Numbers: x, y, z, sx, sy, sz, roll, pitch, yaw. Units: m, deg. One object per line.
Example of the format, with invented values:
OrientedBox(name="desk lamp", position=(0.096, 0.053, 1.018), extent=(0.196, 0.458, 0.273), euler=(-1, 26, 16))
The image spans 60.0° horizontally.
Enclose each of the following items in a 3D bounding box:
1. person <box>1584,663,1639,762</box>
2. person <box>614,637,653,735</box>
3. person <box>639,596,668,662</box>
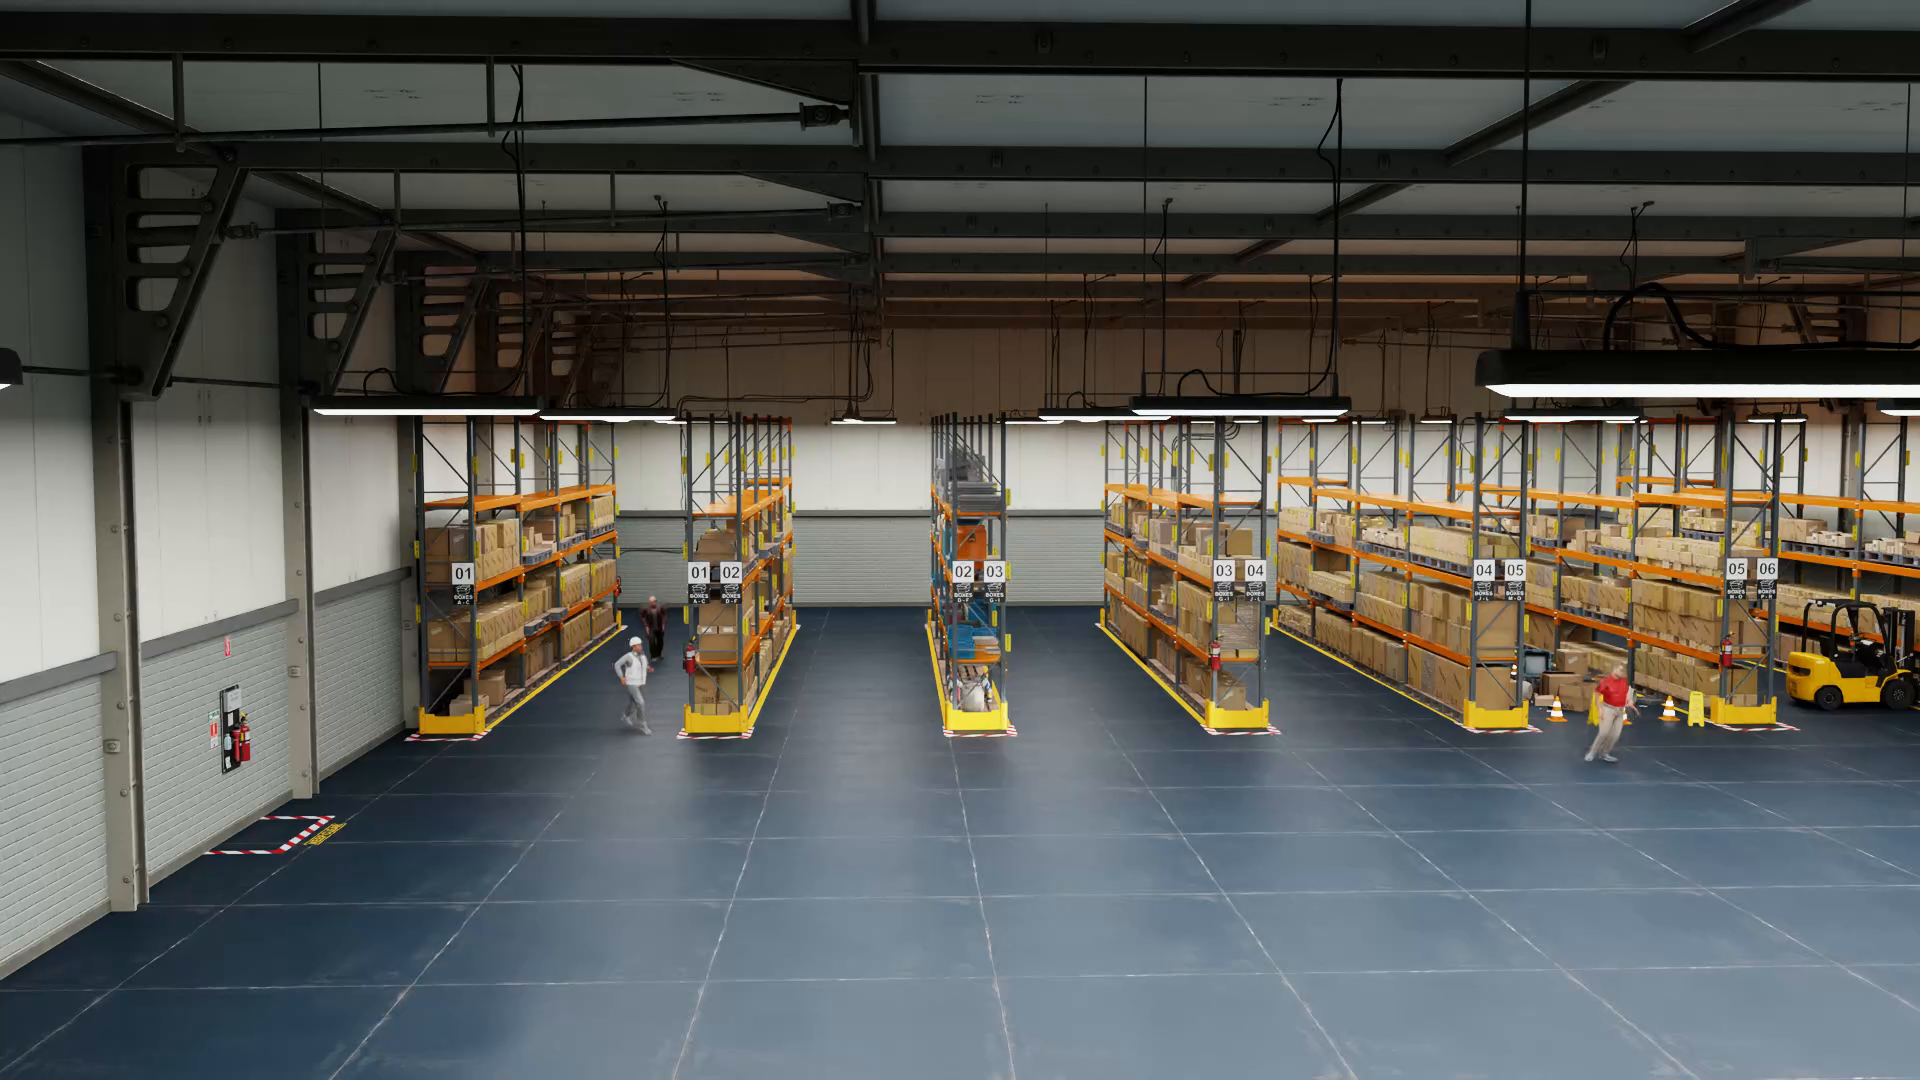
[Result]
OrientedBox(name="person", position=(11.094, 2.947, 28.326), extent=(0.804, 1.703, 0.601), euler=(-2, 4, -24))
OrientedBox(name="person", position=(-6.121, 2.717, 31.133), extent=(0.898, 1.816, 0.708), euler=(2, 5, 32))
OrientedBox(name="person", position=(-7.448, 2.180, 40.461), extent=(0.734, 1.579, 0.883), euler=(-2, 4, -26))
